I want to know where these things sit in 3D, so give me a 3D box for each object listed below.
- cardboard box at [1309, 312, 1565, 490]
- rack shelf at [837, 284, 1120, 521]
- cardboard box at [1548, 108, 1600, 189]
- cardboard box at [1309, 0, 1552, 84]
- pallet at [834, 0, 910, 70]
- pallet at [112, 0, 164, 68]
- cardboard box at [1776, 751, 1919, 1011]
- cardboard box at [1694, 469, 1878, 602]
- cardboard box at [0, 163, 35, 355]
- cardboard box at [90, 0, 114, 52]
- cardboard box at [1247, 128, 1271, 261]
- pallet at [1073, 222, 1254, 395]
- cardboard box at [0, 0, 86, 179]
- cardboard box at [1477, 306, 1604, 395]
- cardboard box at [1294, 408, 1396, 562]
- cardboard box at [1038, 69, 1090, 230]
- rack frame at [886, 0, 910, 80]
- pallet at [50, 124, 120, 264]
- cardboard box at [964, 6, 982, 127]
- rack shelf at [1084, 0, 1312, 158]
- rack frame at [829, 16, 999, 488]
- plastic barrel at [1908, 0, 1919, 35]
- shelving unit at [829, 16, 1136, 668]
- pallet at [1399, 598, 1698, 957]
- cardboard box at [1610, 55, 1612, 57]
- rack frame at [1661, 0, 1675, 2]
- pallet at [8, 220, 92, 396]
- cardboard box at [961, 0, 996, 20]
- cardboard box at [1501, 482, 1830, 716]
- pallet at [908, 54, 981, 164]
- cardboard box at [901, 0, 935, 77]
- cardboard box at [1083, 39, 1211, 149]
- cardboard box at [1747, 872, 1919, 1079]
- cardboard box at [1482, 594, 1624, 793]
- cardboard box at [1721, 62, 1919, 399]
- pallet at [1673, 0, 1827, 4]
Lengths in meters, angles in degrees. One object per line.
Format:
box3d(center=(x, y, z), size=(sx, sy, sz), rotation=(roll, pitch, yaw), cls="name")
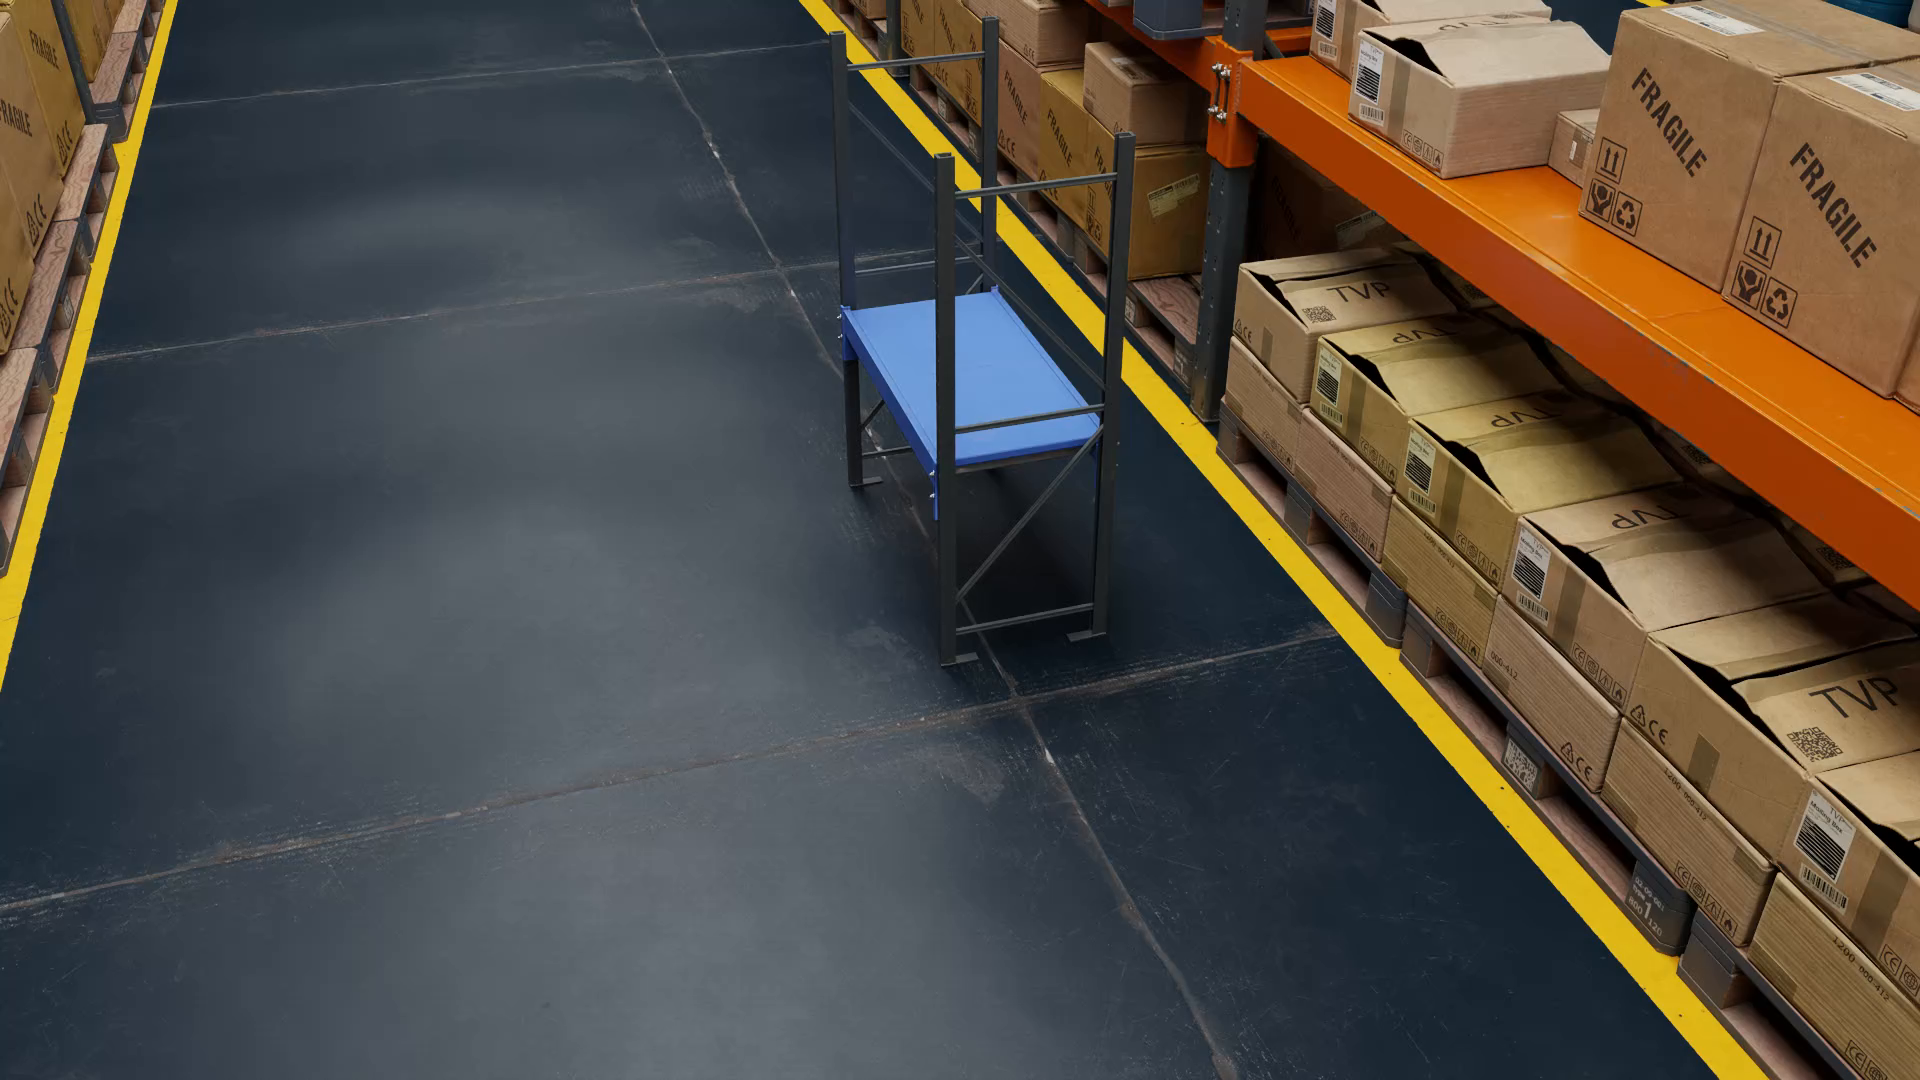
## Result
box3d(center=(1.364, -0.434, 4.790), size=(0.500, 0.311, 0.500), rotation=(-11, 35, -16), cls="cardboard box")
box3d(center=(0.026, -0.431, 4.868), size=(0.538, 0.185, 1.000), rotation=(-10, 35, -15), cls="rack shelf")
box3d(center=(1.759, -1.006, 4.279), size=(0.380, 0.149, 0.250), rotation=(-8, 34, -11), cls="cardboard box")
box3d(center=(1.385, -1.535, 4.933), size=(0.500, 0.311, 0.500), rotation=(-8, 34, -12), cls="cardboard box")
box3d(center=(-0.113, -3.068, 9.702), size=(1.003, 0.211, 1.213), rotation=(-10, 35, -15), cls="pallet")
box3d(center=(-5.154, -2.926, 9.487), size=(1.003, 0.211, 1.213), rotation=(-10, 35, -15), cls="pallet")
box3d(center=(1.975, 0.631, 3.179), size=(0.500, 0.311, 0.500), rotation=(-9, 35, -13), cls="cardboard box")
box3d(center=(2.177, 0.002, 4.131), size=(0.500, 0.311, 0.500), rotation=(-9, 35, -13), cls="cardboard box")
box3d(center=(-3.761, -1.083, 5.737), size=(0.750, 0.750, 0.750), rotation=(-10, 35, -15), cls="cardboard box")
box3d(center=(-4.901, -2.842, 8.717), size=(0.700, 0.500, 0.500), rotation=(-10, 35, -15), cls="cardboard box")
box3d(center=(1.284, -1.472, 6.625), size=(0.500, 0.500, 0.500), rotation=(-11, 35, -16), cls="cardboard box")
box3d(center=(1.124, -1.006, 6.580), size=(1.003, 0.211, 1.213), rotation=(-10, 35, -15), cls="pallet")
box3d(center=(-4.299, -1.995, 7.117), size=(0.750, 0.750, 0.750), rotation=(-10, 35, -14), cls="cardboard box")
box3d(center=(1.875, -0.527, 4.932), size=(0.500, 0.311, 0.500), rotation=(-11, 35, -15), cls="cardboard box")
box3d(center=(1.350, -0.211, 4.961), size=(0.500, 0.250, 0.500), rotation=(-11, 35, -16), cls="cardboard box")
box3d(center=(0.650, -1.635, 6.871), size=(0.500, 0.500, 0.500), rotation=(-11, 35, -16), cls="cardboard box")
box3d(center=(0.096, -3.871, 8.387), size=(1.000, 3.000, 0.127), rotation=(-10, 35, -15), cls="rack frame")
box3d(center=(-4.314, -1.480, 7.298), size=(1.003, 0.211, 1.213), rotation=(-10, 35, -15), cls="pallet")
box3d(center=(0.330, -2.175, 7.688), size=(0.500, 0.500, 0.500), rotation=(-10, 35, -14), cls="cardboard box")
box3d(center=(0.706, -2.521, 6.996), size=(1.077, 0.370, 4.000), rotation=(-10, 35, -15), cls="rack shelf")
box3d(center=(-0.129, -0.848, 5.173), size=(0.500, 1.500, 0.032), rotation=(-10, 35, -15), cls="rack frame")
box3d(center=(5.267, -2.867, 8.744), size=(0.421, 0.512, 0.421), rotation=(0, 33, 0), cls="plastic barrel")
box3d(center=(0.026, -0.581, 4.769), size=(0.538, 1.500, 1.048), rotation=(-10, 35, -15), cls="shelving unit")
box3d(center=(1.898, 0.471, 4.346), size=(1.003, 0.211, 1.213), rotation=(-10, 35, -15), cls="pallet")
box3d(center=(1.853, -1.240, 4.634), size=(0.380, 0.149, 0.250), rotation=(-10, 35, -15), cls="cardboard box")
box3d(center=(4.814, -4.702, 9.644), size=(1.000, 3.000, 0.127), rotation=(-10, 35, -15), cls="rack frame")
box3d(center=(-3.938, -0.838, 6.327), size=(1.003, 0.211, 1.213), rotation=(-10, 35, -15), cls="pallet")
box3d(center=(0.316, -2.504, 7.507), size=(0.500, 0.250, 0.500), rotation=(-10, 35, -15), cls="cardboard box")
box3d(center=(1.675, 0.104, 3.976), size=(0.500, 0.311, 0.500), rotation=(-10, 35, -15), cls="cardboard box")
box3d(center=(0.380, -2.287, 8.519), size=(1.003, 0.211, 1.213), rotation=(-10, 35, -15), cls="pallet")
box3d(center=(0.011, -2.716, 8.508), size=(0.500, 0.500, 0.500), rotation=(-12, 35, -17), cls="cardboard box")
box3d(center=(0.786, -1.705, 6.297), size=(0.500, 0.250, 0.500), rotation=(-9, 34, -13), cls="cardboard box")
box3d(center=(1.981, 0.867, 3.331), size=(0.500, 0.250, 0.500), rotation=(-11, 35, -15), cls="cardboard box")
box3d(center=(1.671, 0.331, 4.142), size=(0.500, 0.250, 0.500), rotation=(-9, 35, -14), cls="cardboard box")
box3d(center=(2.004, -0.658, 3.434), size=(0.500, 0.500, 0.500), rotation=(-10, 35, -15), cls="cardboard box")
box3d(center=(5.010, -3.126, 9.790), size=(1.003, 0.211, 1.213), rotation=(-10, 35, -15), cls="pallet")
